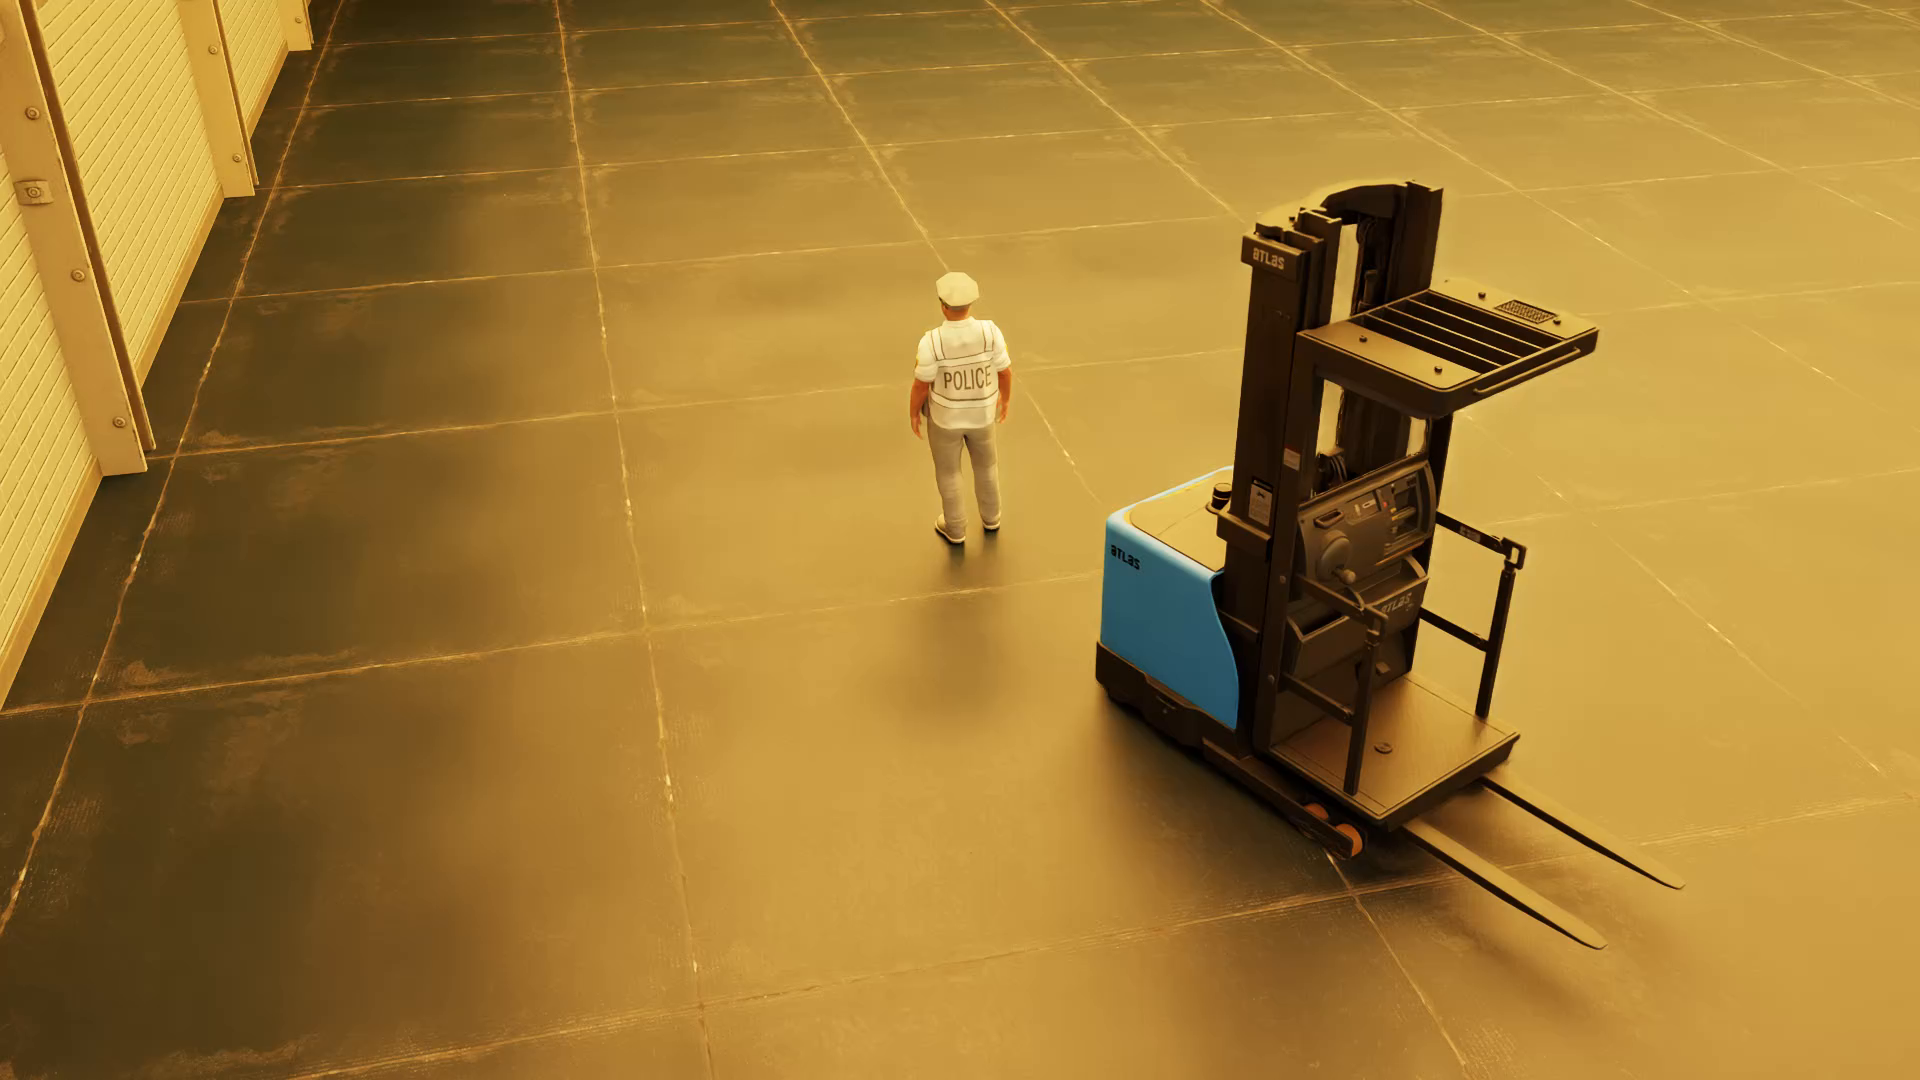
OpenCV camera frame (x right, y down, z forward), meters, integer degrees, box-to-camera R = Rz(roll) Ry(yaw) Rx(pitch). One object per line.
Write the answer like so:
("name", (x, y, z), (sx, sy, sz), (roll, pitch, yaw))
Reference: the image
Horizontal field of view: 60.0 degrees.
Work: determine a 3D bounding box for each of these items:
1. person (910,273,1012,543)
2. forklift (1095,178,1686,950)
("person", (-0.007, -0.818, 10.118), (0.641, 1.781, 0.574), (-7, 31, -12))
("forklift", (2.041, -0.037, 7.638), (1.130, 2.935, 3.031), (-21, 36, -32))
